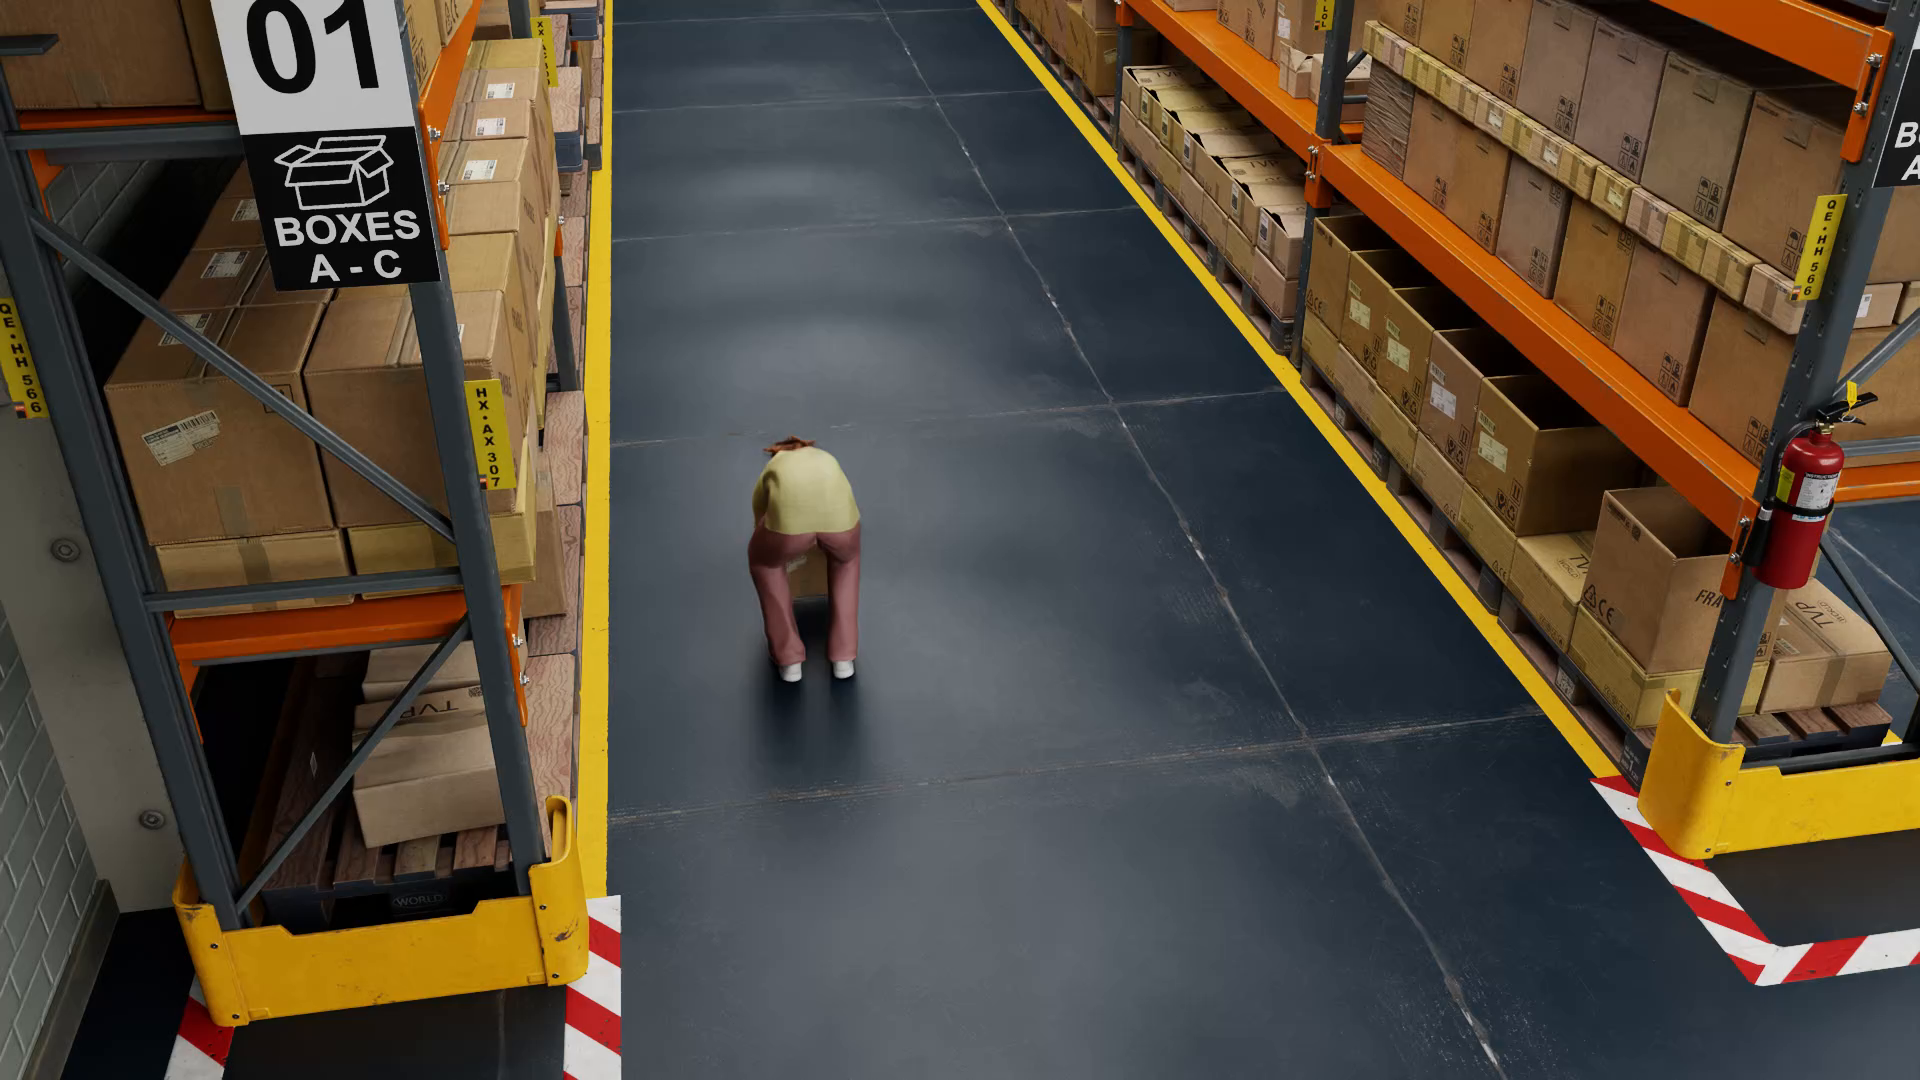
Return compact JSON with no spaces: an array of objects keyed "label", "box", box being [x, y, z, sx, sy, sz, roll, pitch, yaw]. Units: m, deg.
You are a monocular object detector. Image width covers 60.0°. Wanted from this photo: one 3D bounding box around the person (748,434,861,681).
[{"label":"person","box":[-0.643,0.015,6.818,0.461,0.947,0.855,-7,31,-11]}]
